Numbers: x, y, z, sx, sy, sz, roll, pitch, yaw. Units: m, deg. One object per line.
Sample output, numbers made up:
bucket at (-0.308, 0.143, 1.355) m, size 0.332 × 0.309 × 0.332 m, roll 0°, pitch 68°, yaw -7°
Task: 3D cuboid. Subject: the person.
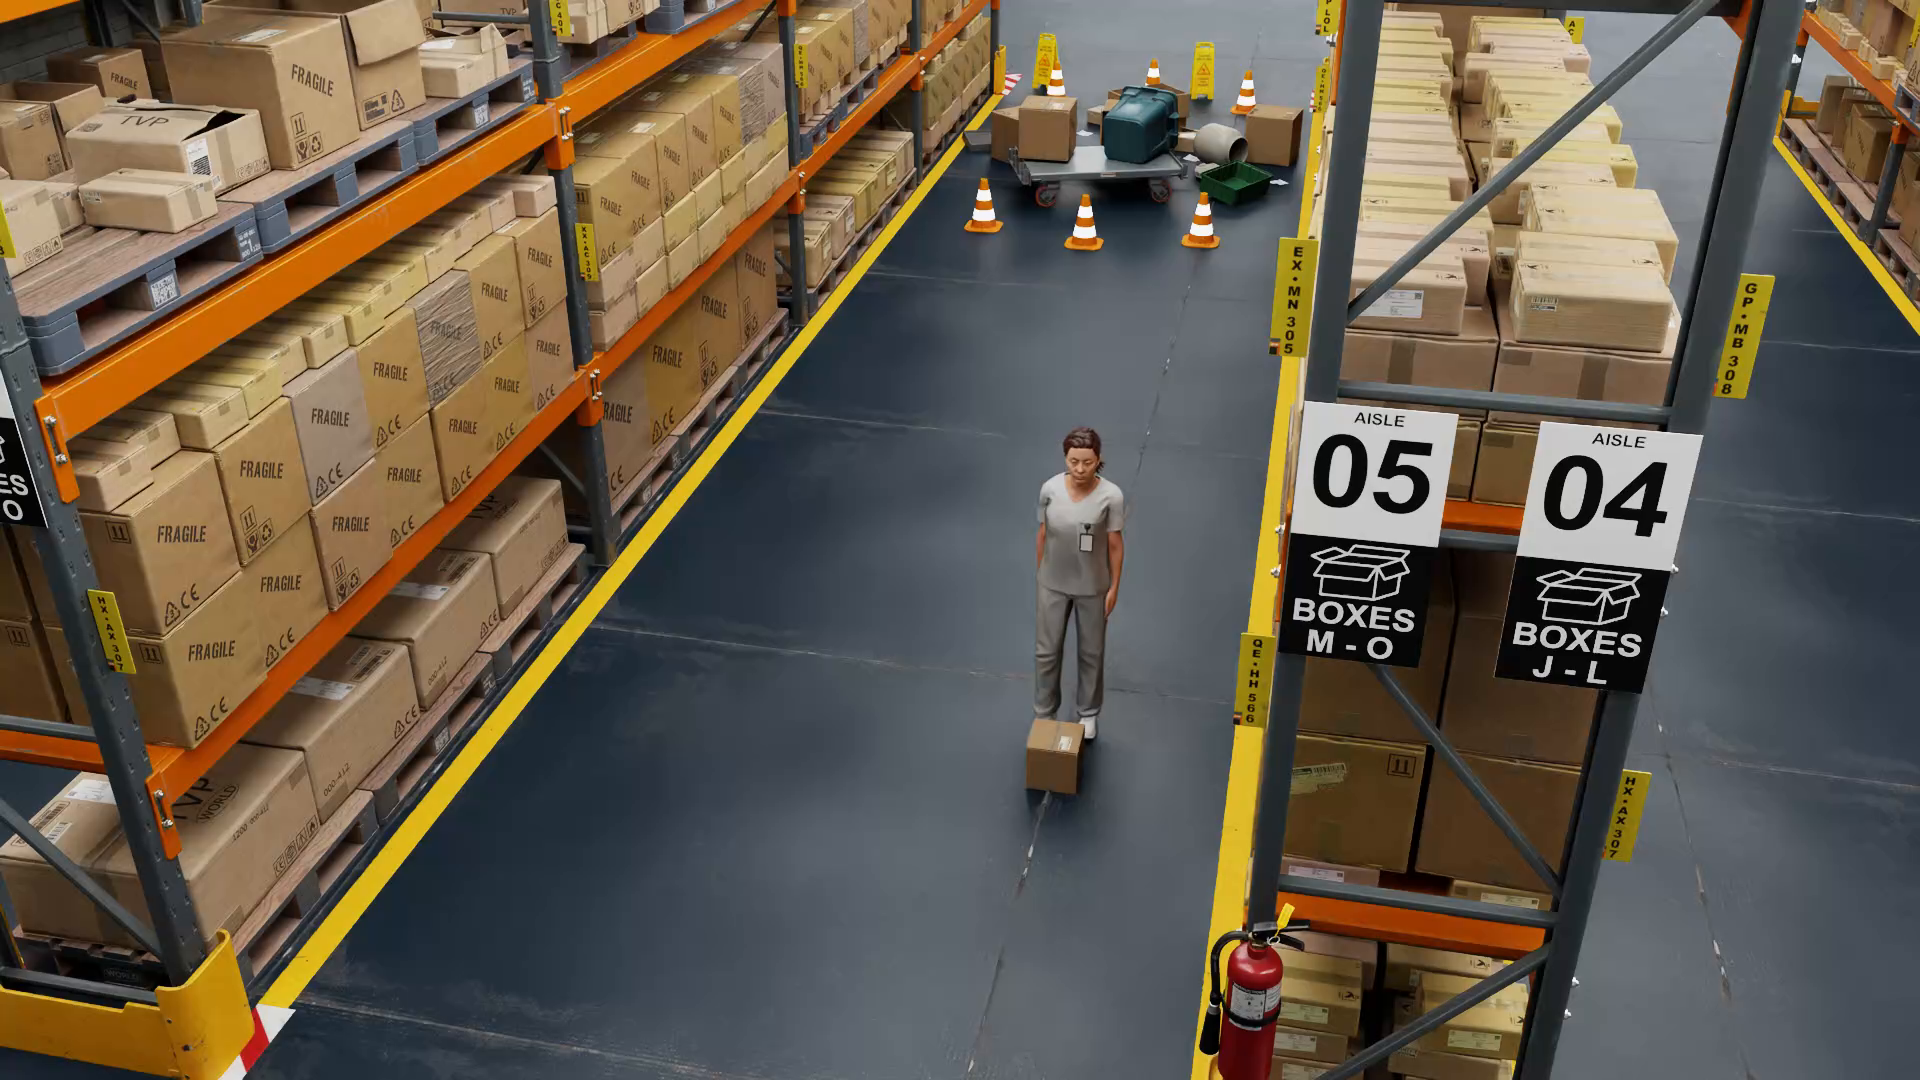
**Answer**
person at (0.576, 0.228, 8.208) m, size 0.441 × 1.669 × 0.403 m, roll 7°, pitch 30°, yaw 12°
